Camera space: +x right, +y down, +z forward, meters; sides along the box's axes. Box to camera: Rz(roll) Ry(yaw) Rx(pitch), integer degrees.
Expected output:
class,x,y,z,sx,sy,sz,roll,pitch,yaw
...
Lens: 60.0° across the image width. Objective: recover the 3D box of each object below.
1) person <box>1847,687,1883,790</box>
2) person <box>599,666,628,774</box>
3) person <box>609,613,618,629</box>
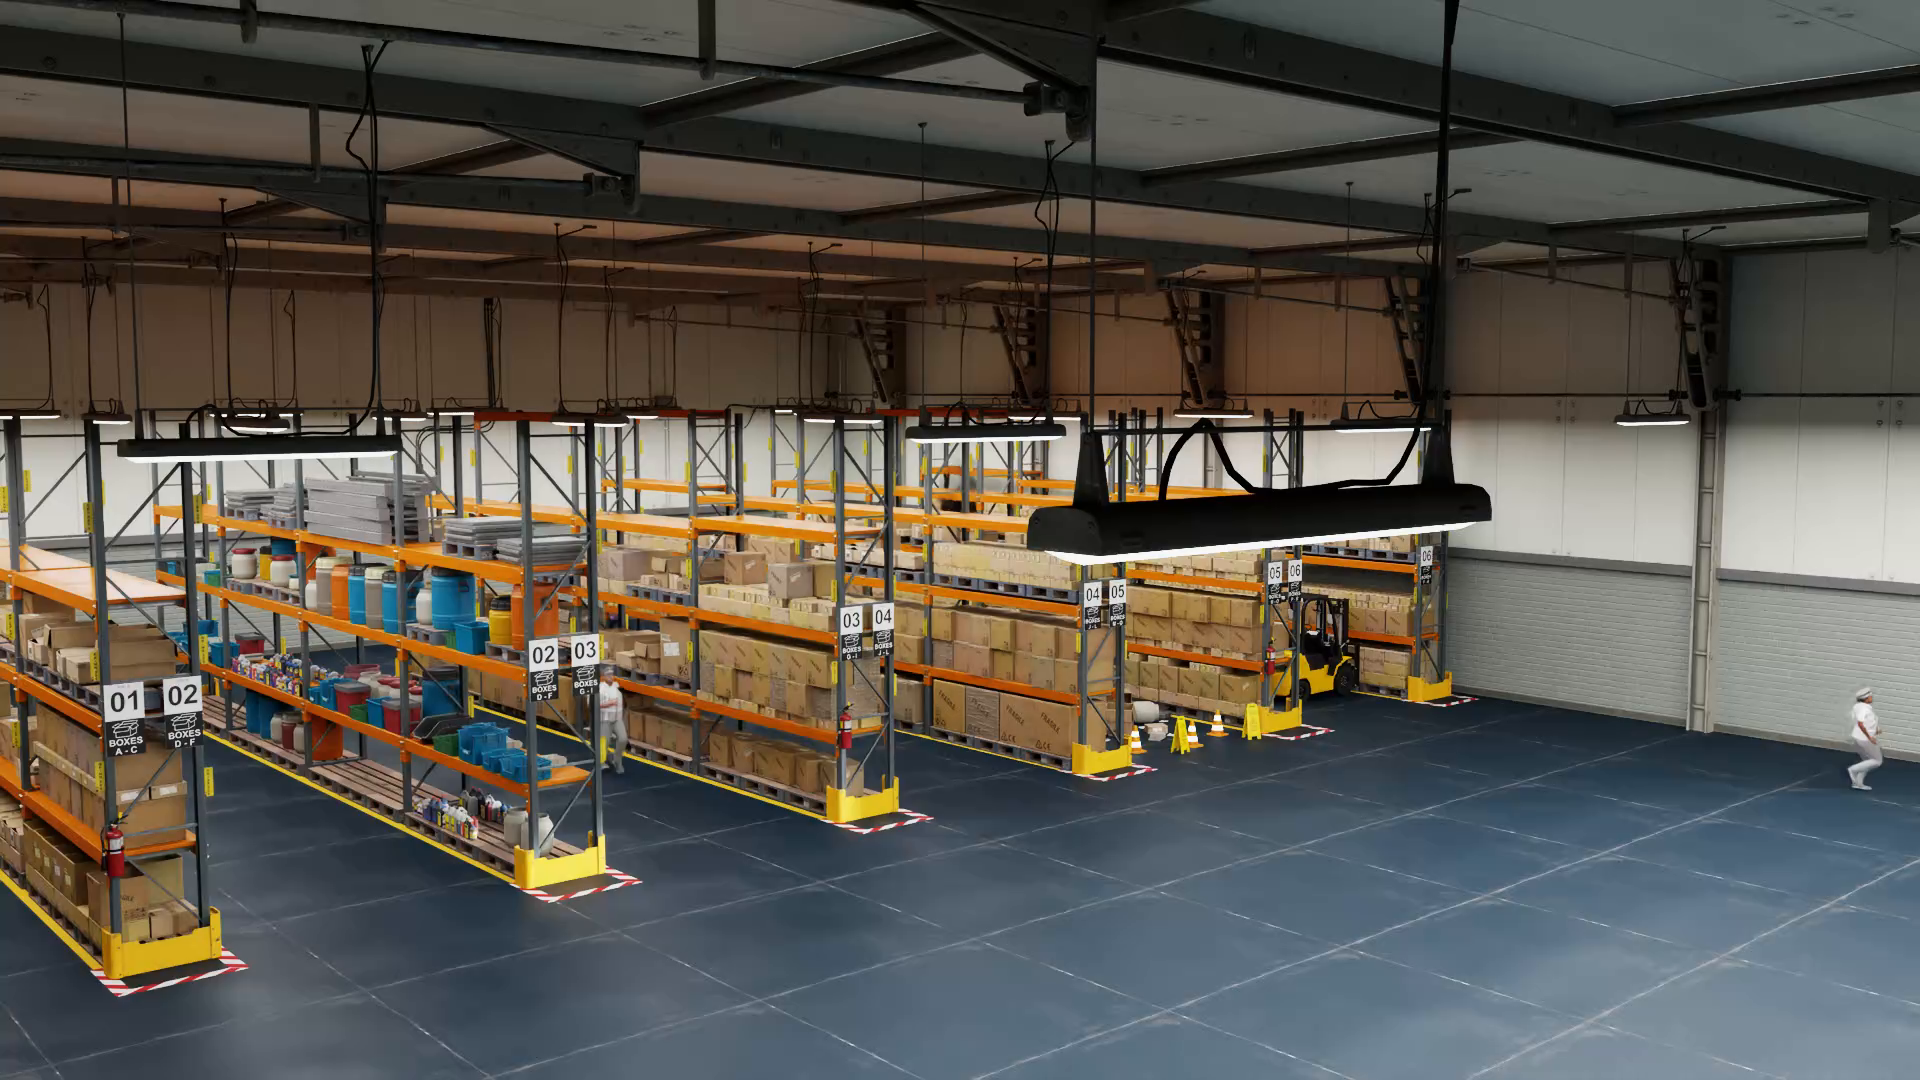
class,x,y,z,sx,sy,sz,roll,pitch,yaw
person,14.481,3.176,26.593,0.558,1.658,0.574,1,5,9
person,-5.832,3.019,27.793,0.640,1.840,0.726,-5,7,-43
person,-8.607,1.944,41.367,0.534,1.558,0.597,0,5,2
